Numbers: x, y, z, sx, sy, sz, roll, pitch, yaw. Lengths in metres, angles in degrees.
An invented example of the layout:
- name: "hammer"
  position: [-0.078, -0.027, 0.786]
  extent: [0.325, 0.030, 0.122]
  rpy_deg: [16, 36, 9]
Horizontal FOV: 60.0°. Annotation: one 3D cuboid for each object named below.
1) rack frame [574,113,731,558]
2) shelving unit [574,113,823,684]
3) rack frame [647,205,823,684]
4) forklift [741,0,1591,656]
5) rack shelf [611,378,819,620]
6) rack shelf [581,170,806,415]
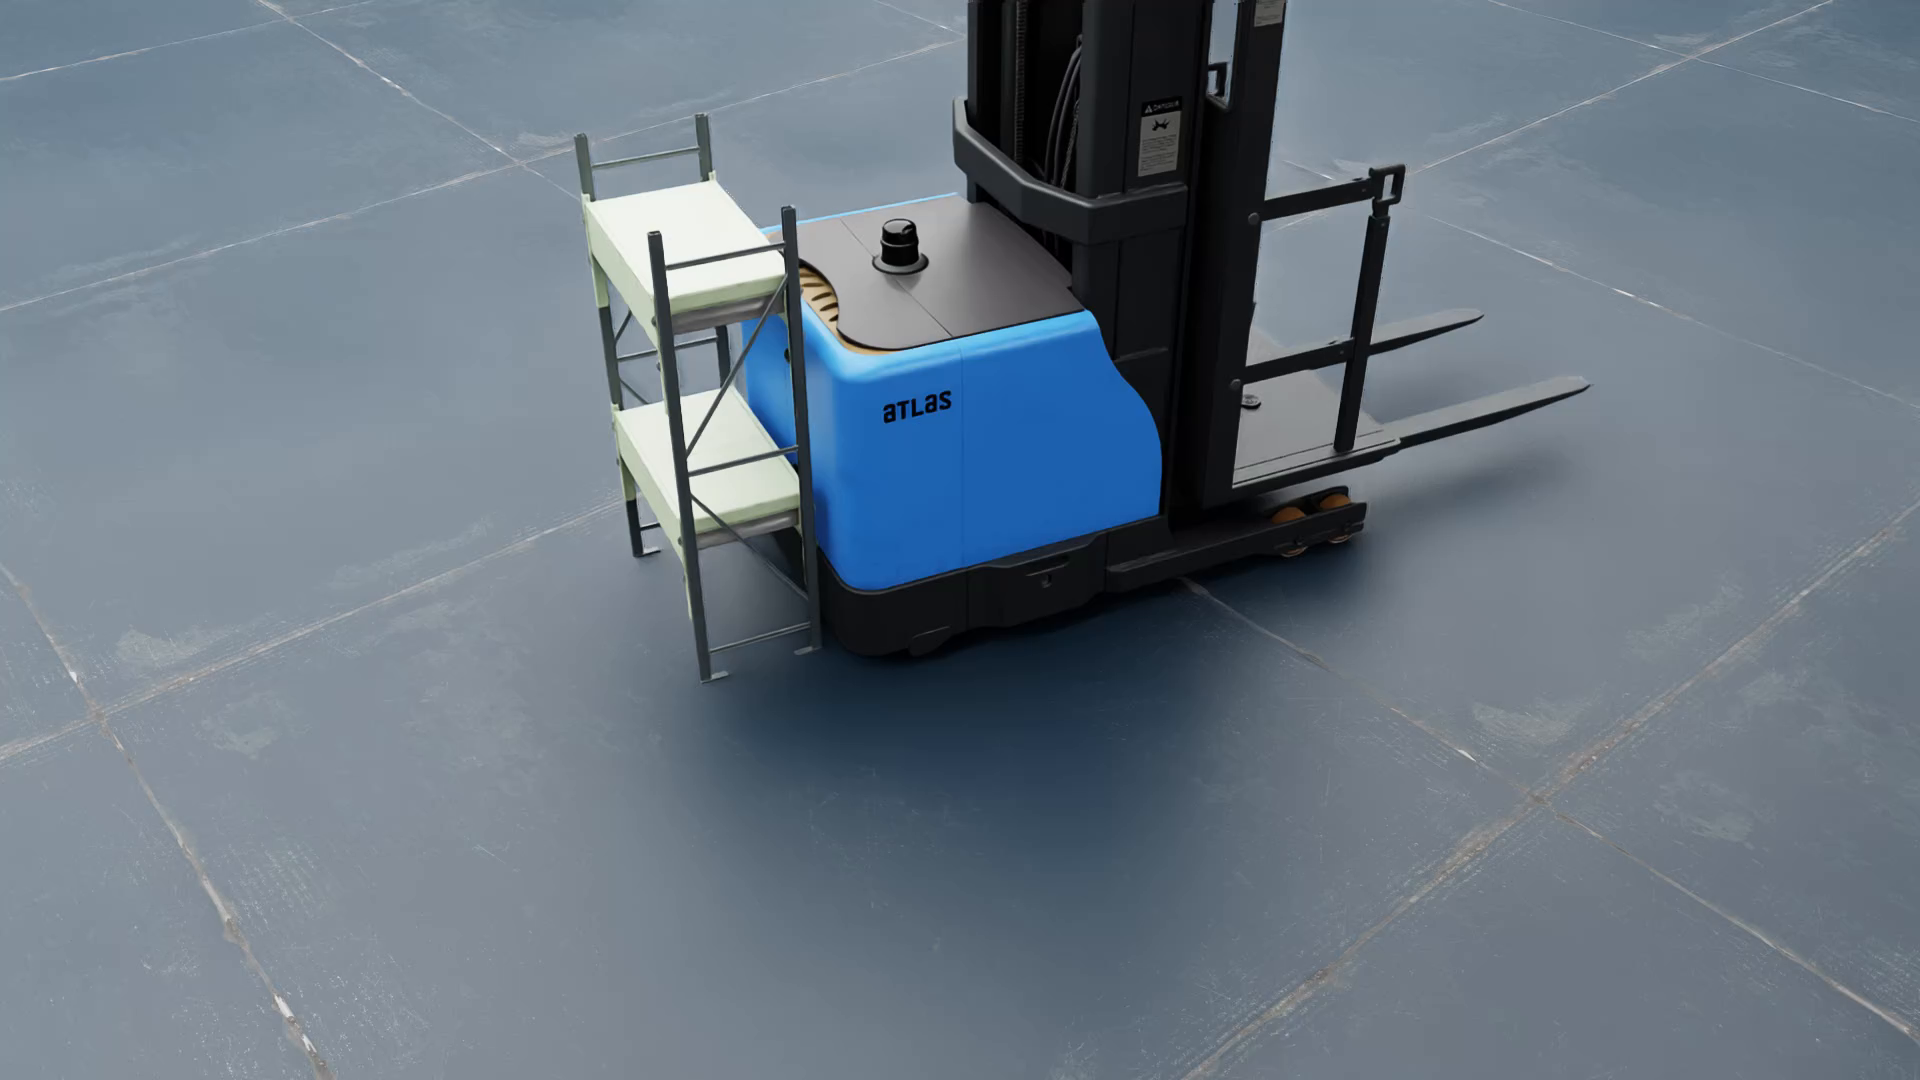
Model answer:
- name: "rack frame"
  position: [-0.933, -0.605, 5.307]
  extent: [0.400, 1.500, 0.023]
  rpy_deg: [-15, 38, -20]
- name: "shelving unit"
  position: [-0.777, -0.414, 5.037]
  extent: [0.431, 1.500, 0.755]
  rpy_deg: [-15, 38, -20]
- name: "rack frame"
  position: [-0.620, -0.223, 4.767]
  extent: [0.400, 1.500, 0.023]
  rpy_deg: [-15, 38, -20]
- name: "forklift"
  position: [0.833, -1.401, 5.193]
  extent: [3.031, 2.935, 1.130]
  rpy_deg: [-15, 38, -20]
- name: "rack shelf"
  position: [-0.777, -0.148, 5.225]
  extent: [0.431, 0.370, 0.720]
  rpy_deg: [-15, 38, -20]
- name: "rack shelf"
  position: [-0.777, -0.732, 4.811]
  extent: [0.431, 0.370, 0.720]
  rpy_deg: [-15, 38, -20]
